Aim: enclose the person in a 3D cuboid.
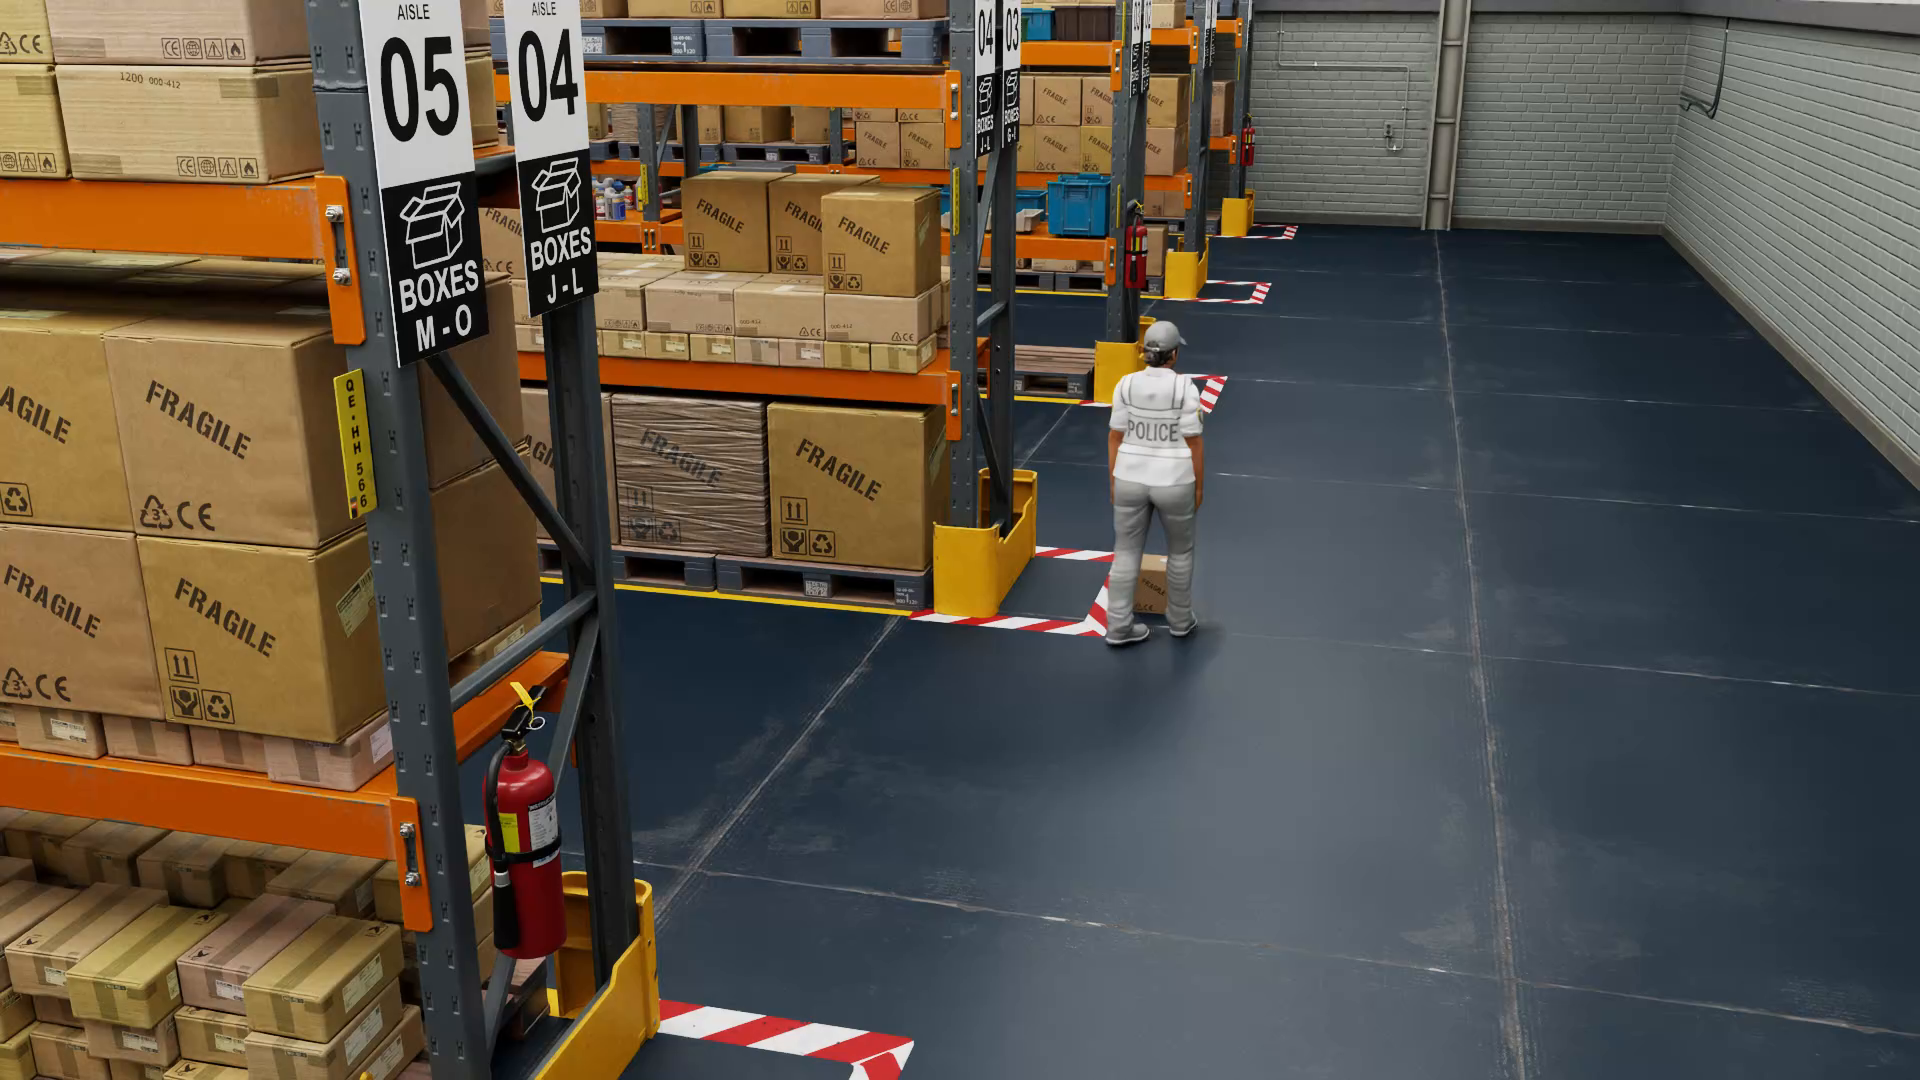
[{"bbox_3d":[1.006,-0.294,8.430,0.484,1.668,0.556,6,19,19],"label":"person"}]
